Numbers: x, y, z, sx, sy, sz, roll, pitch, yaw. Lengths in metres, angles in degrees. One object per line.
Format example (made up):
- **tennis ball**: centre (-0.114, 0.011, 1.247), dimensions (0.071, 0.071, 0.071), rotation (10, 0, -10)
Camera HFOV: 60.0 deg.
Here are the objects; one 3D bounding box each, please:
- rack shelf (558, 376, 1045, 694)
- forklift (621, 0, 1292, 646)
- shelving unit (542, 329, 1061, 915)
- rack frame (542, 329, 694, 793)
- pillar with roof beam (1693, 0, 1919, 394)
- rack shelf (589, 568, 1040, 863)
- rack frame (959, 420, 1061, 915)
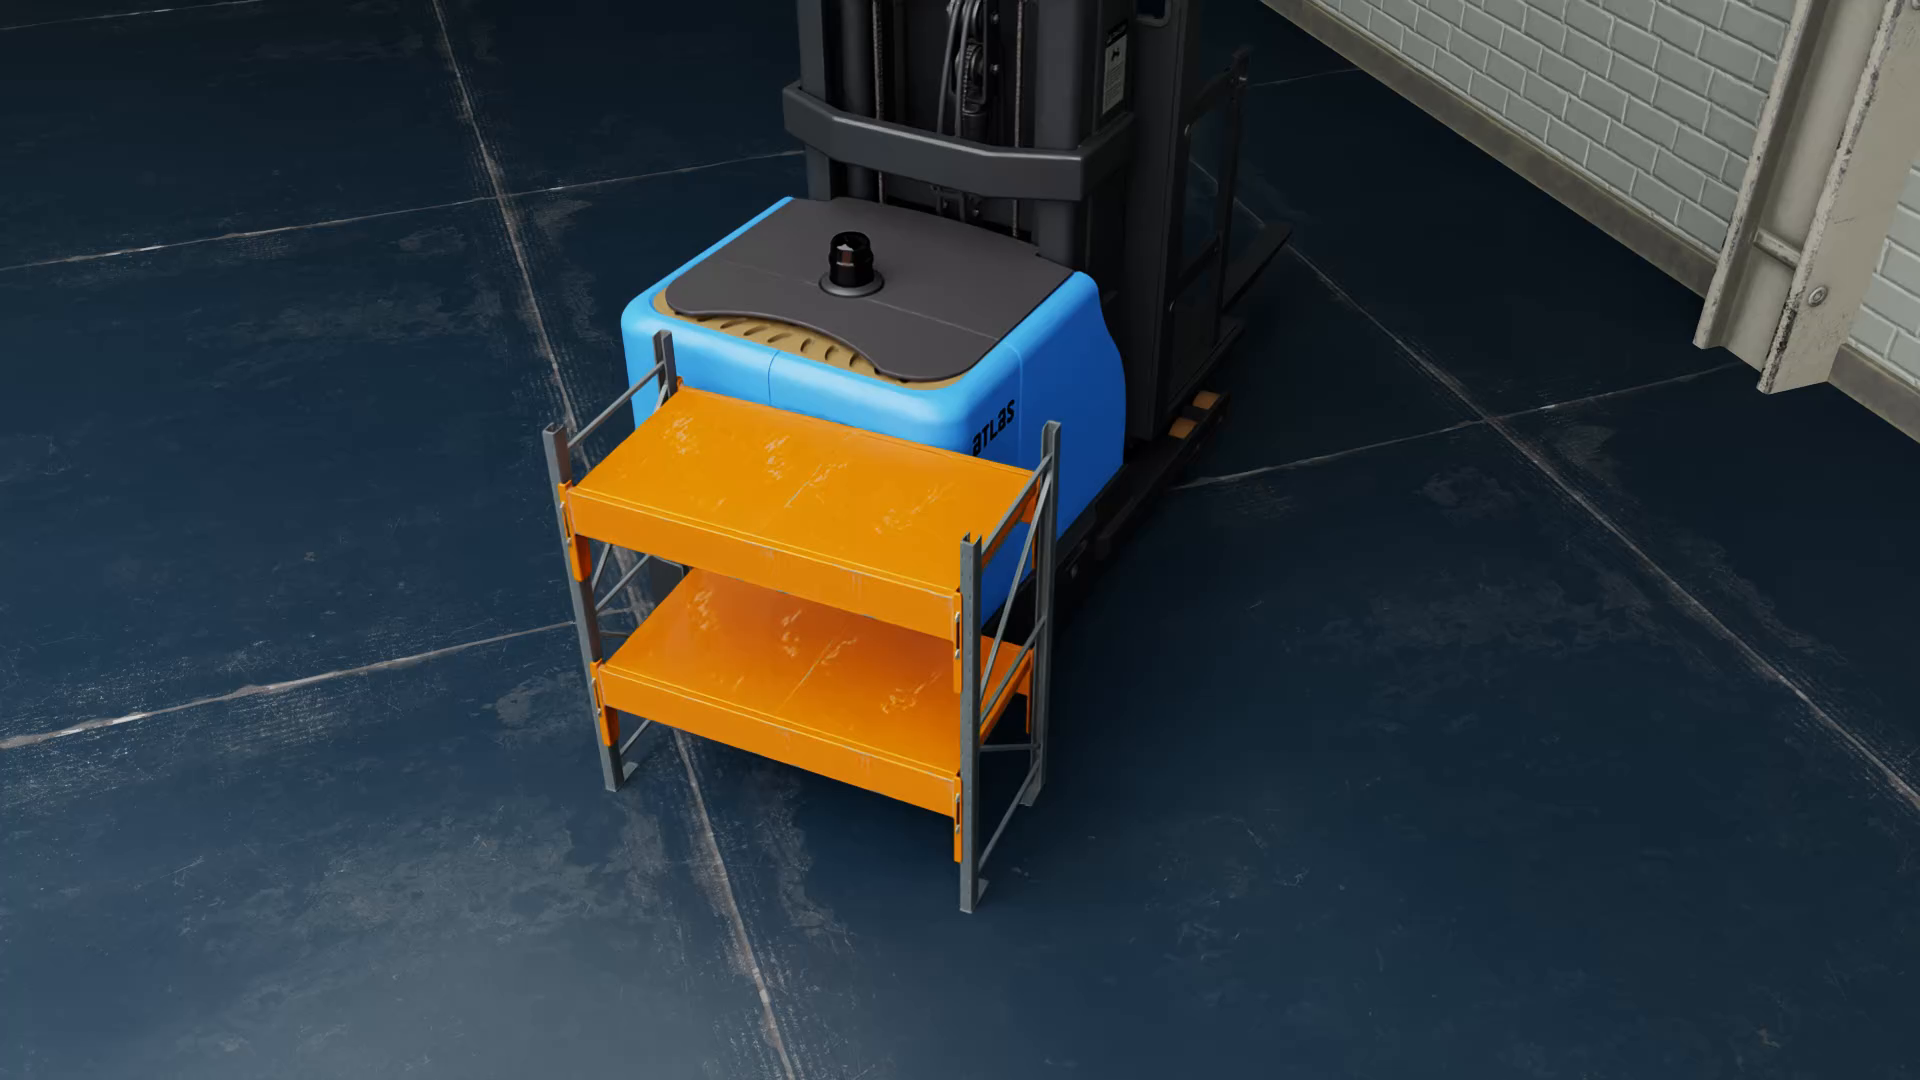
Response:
- **rack shelf**: centre (-0.352, -0.037, 3.877), dimensions (1.000, 0.278, 0.538), rotation (15, 39, 19)
- **forklift**: centre (0.270, -1.537, 4.855), dimensions (1.130, 2.935, 3.031), rotation (19, 41, 23)
- **shelving unit**: centre (-0.352, 0.197, 4.053), dimensions (1.048, 1.125, 0.538), rotation (15, 39, 19)
- **rack frame**: centre (-0.817, 0.074, 4.217), dimensions (0.032, 1.125, 0.500), rotation (15, 39, 19)
- **pillar with roof beam**: centre (-1.086, -3.366, 2.240), dimensions (9.100, 9.000, 0.400), rotation (-12, 39, -16)
- **rack shelf**: centre (-0.352, 0.392, 4.201), dimensions (1.000, 0.278, 0.538), rotation (15, 39, 19)
- **rack frame**: centre (0.114, 0.320, 3.890), dimensions (0.032, 1.125, 0.500), rotation (15, 39, 19)
